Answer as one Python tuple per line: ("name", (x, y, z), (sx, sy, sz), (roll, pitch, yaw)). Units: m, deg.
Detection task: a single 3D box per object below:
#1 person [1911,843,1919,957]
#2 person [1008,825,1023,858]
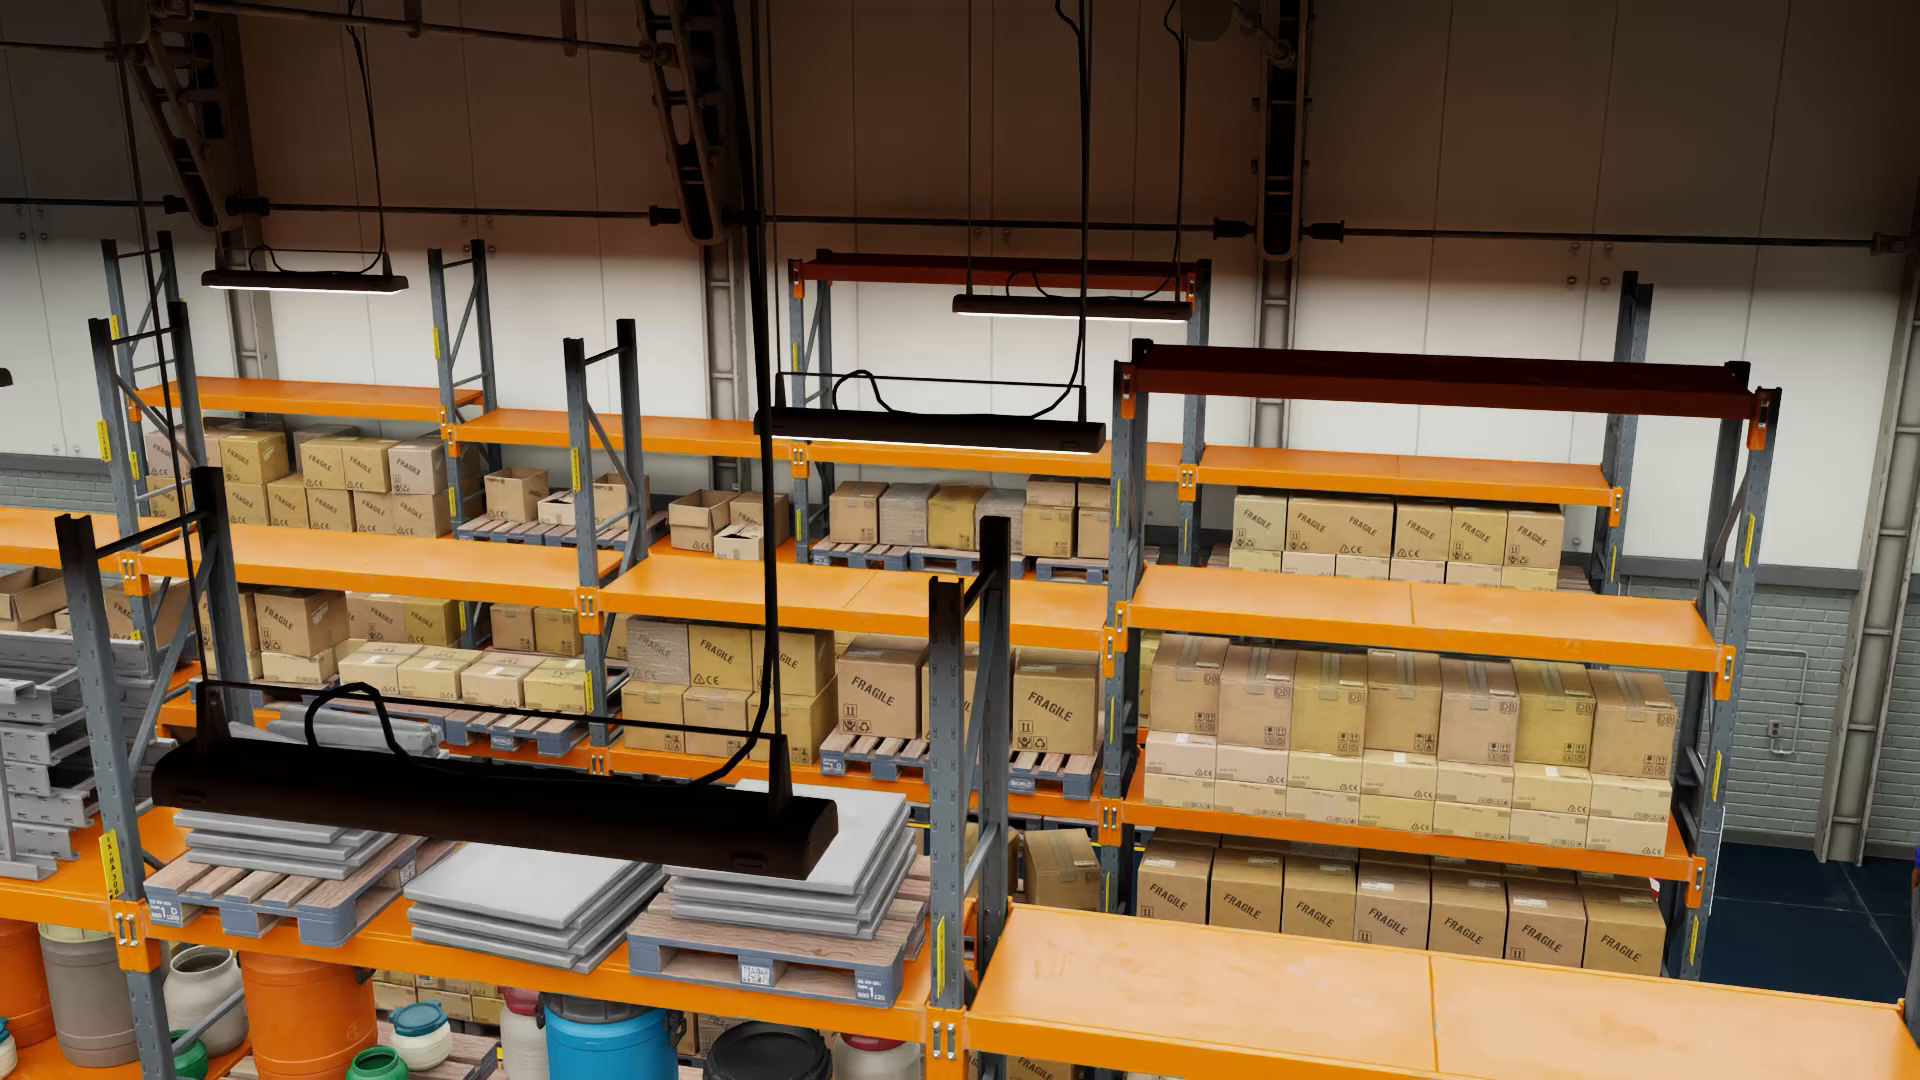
("person", (8.600, 3.189, 14.617), (0.467, 1.591, 0.740), (14, 21, 39))
("person", (0.216, 2.406, 16.437), (1.043, 1.544, 0.482), (1, 16, 2))
